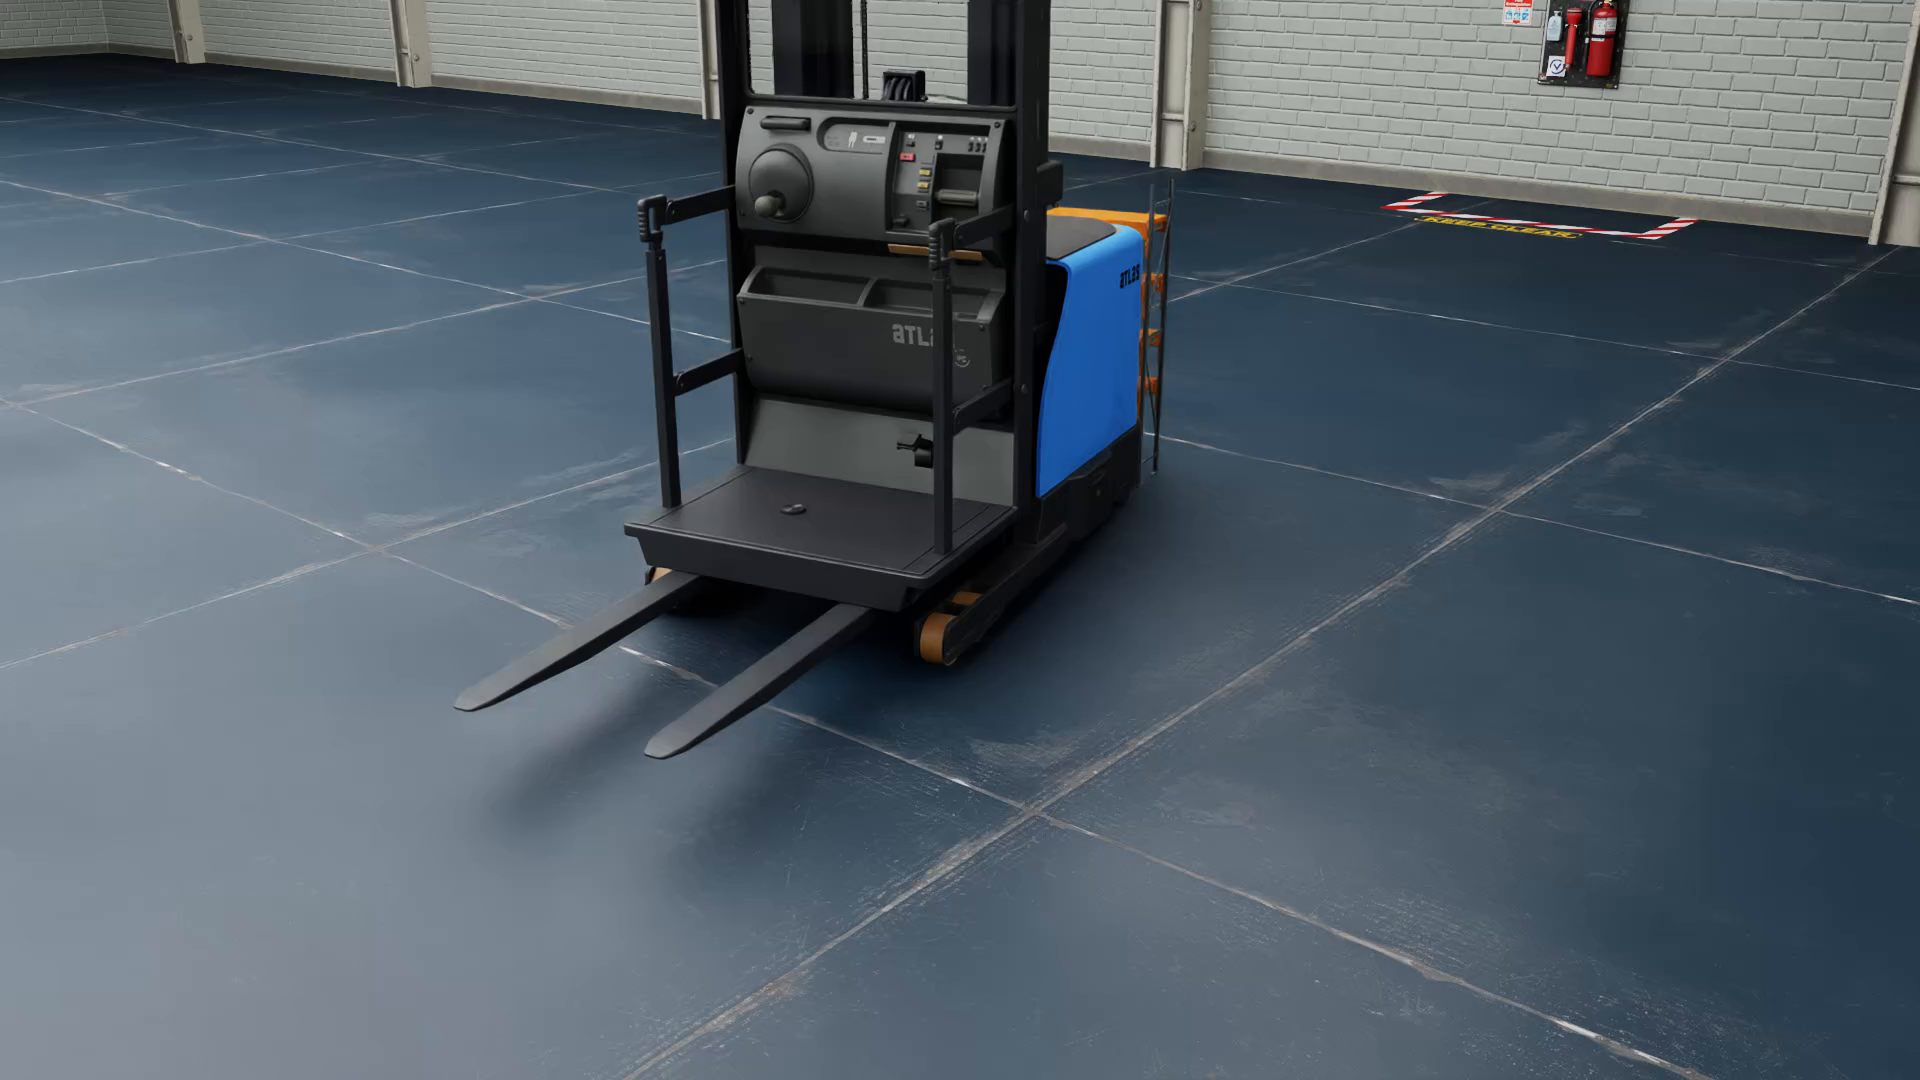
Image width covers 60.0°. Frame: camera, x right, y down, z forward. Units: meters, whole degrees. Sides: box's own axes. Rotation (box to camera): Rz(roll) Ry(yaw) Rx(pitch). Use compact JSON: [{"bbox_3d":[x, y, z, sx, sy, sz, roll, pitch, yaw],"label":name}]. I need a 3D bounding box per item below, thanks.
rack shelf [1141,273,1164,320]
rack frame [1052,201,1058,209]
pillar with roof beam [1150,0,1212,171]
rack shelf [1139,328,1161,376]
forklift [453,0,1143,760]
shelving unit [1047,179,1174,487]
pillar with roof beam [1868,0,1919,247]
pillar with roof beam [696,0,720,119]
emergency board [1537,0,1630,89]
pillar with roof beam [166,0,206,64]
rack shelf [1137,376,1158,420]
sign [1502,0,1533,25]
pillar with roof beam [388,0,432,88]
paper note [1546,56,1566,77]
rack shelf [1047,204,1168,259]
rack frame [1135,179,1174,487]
[{"bbox_3d":[0.555,-1.001,6.665,0.480,0.148,0.258,10,20,24],"label":"rack shelf"},{"bbox_3d":[0.332,-0.890,6.814,0.015,1.200,0.240,10,20,24],"label":"rack frame"},{"bbox_3d":[-0.736,-6.453,10.527,0.400,9.000,9.100,16,26,36],"label":"pillar with roof beam"},{"bbox_3d":[0.552,-0.789,6.737,0.480,0.148,0.258,10,20,24],"label":"rack shelf"},{"bbox_3d":[-0.384,-1.157,5.081,1.130,2.935,3.031,10,23,24],"label":"forklift"},{"bbox_3d":[0.553,-0.853,6.716,0.503,1.200,0.258,10,20,24],"label":"shelving unit"},{"bbox_3d":[3.912,-5.114,6.977,0.400,9.000,9.100,16,26,36],"label":"pillar with roof beam"},{"bbox_3d":[-5.385,-7.792,14.076,0.400,9.000,9.100,16,26,36],"label":"pillar with roof beam"},{"bbox_3d":[4.744,-4.046,12.646,0.643,1.169,0.194,16,26,36],"label":"emergency board"},{"bbox_3d":[-14.681,-10.469,21.176,0.400,9.000,9.100,16,26,36],"label":"pillar with roof beam"},{"bbox_3d":[0.548,-0.601,6.801,0.480,0.148,0.258,10,20,24],"label":"rack shelf"},{"bbox_3d":[4.381,-4.214,13.041,0.234,0.329,0.001,16,26,36],"label":"sign"},{"bbox_3d":[-10.033,-9.130,17.626,0.400,9.000,9.100,16,26,36],"label":"pillar with roof beam"},{"bbox_3d":[4.650,-3.692,12.956,0.142,0.148,0.016,16,26,36],"label":"paper note"},{"bbox_3d":[0.559,-1.225,6.590,0.480,0.148,0.258,10,20,24],"label":"rack shelf"},{"bbox_3d":[0.773,-0.816,6.618,0.015,1.200,0.240,10,20,24],"label":"rack frame"}]
